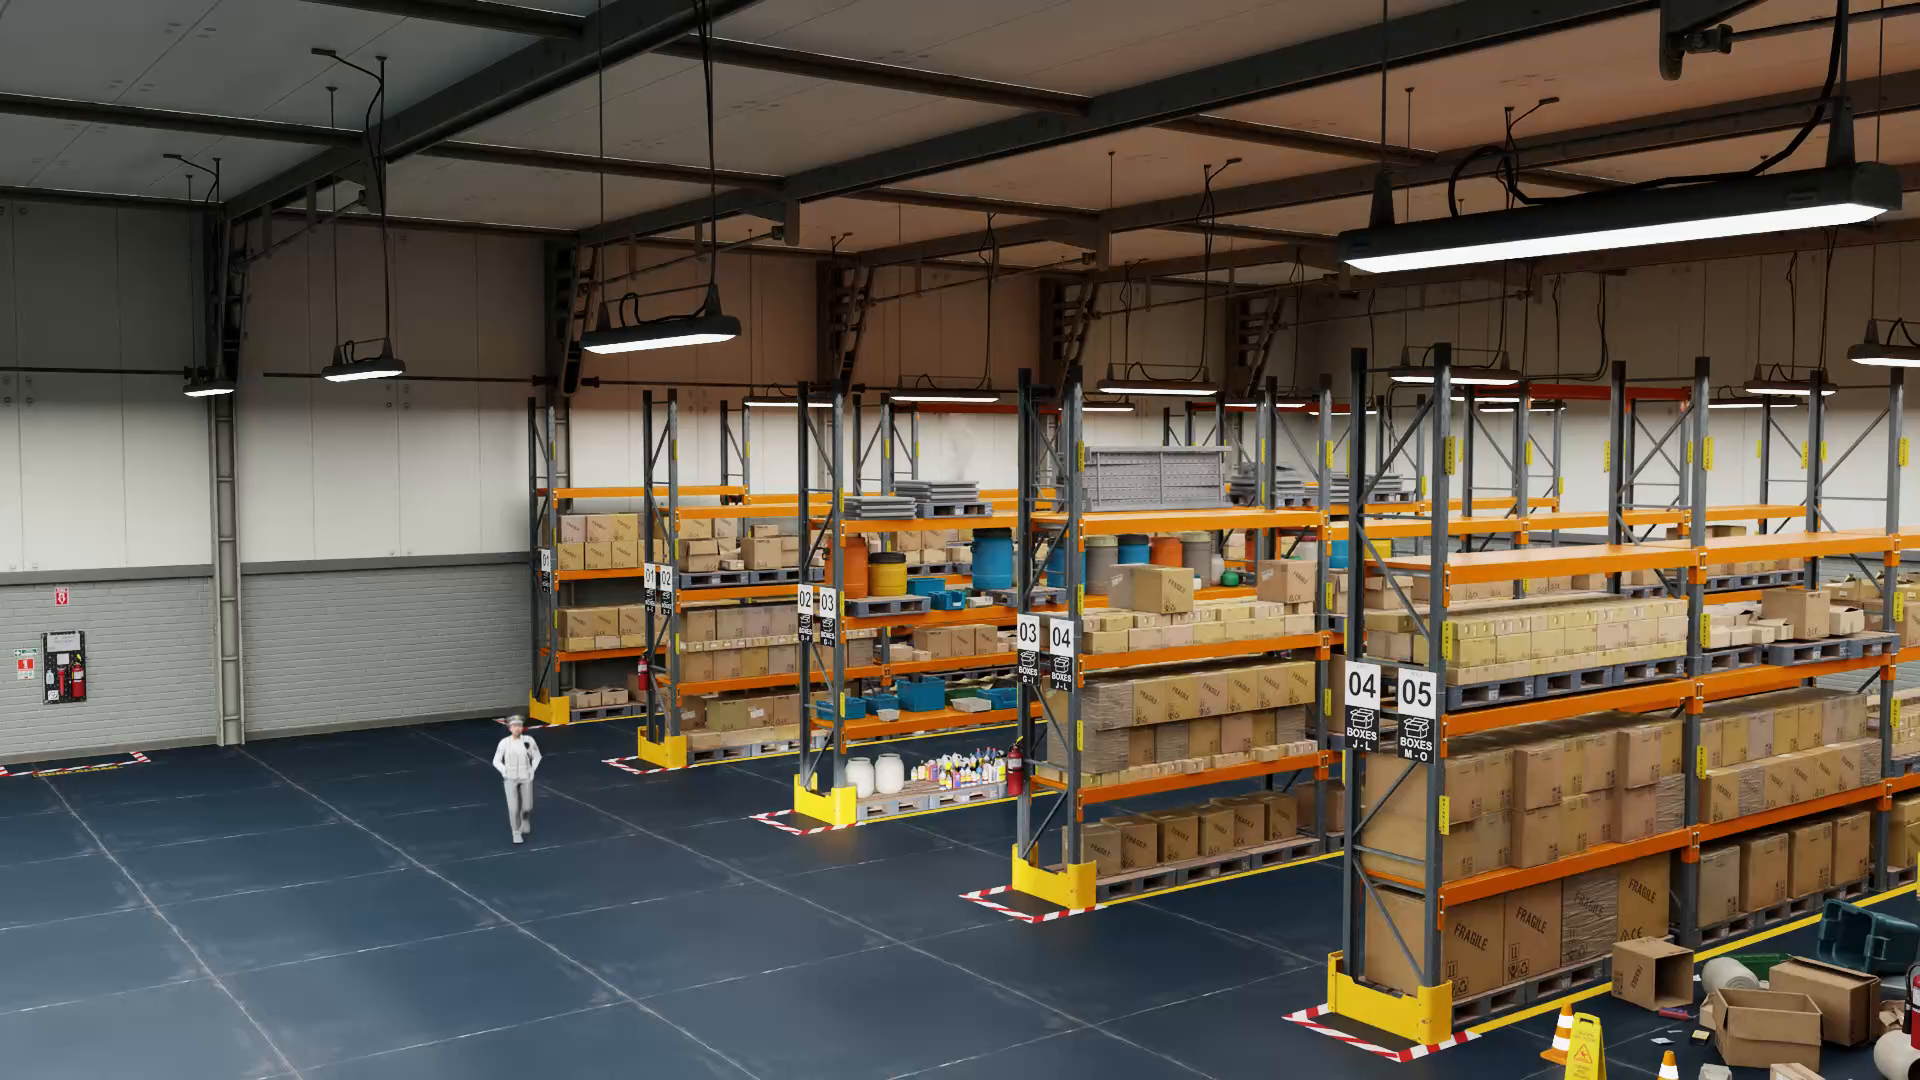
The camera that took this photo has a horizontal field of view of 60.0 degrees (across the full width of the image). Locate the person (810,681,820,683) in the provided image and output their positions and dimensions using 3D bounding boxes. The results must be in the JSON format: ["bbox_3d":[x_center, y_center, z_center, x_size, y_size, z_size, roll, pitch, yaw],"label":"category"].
[{"bbox_3d":[-2.817,2.562,30.813,0.615,1.606,0.643,3,5,45],"label":"person"}]

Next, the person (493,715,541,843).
[{"bbox_3d":[-5.698,3.071,21.430,0.608,1.649,0.556,-1,4,-18],"label":"person"}]

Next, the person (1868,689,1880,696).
[{"bbox_3d":[12.834,2.951,23.285,0.753,1.753,0.594,-2,4,-33],"label":"person"}]
